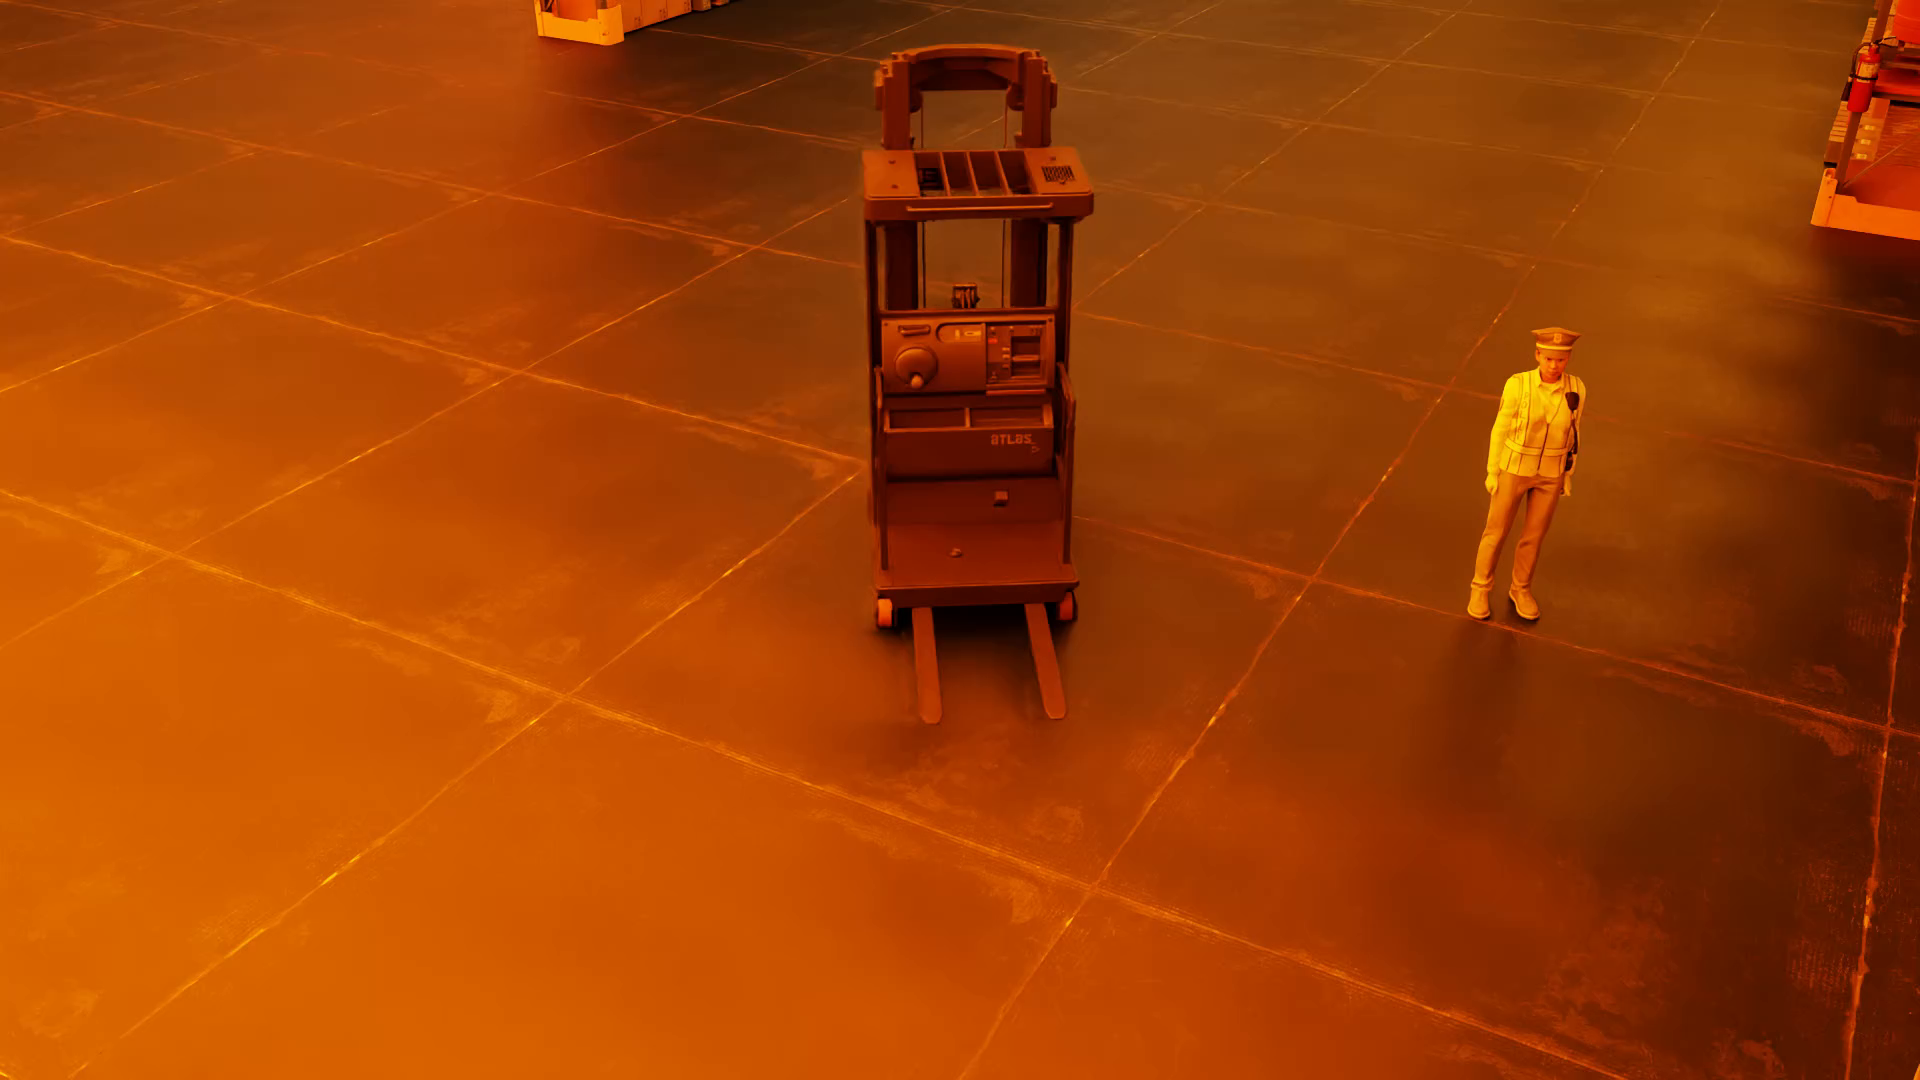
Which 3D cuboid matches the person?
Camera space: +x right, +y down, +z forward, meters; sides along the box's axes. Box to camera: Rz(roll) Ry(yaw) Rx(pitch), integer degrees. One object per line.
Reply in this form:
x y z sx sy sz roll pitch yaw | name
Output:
3.068 -0.358 8.936 0.466 1.691 0.334 2 30 3 | person

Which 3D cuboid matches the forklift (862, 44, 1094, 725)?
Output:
0.064 -0.955 8.725 1.130 2.935 3.031 -2 30 -3 | forklift
